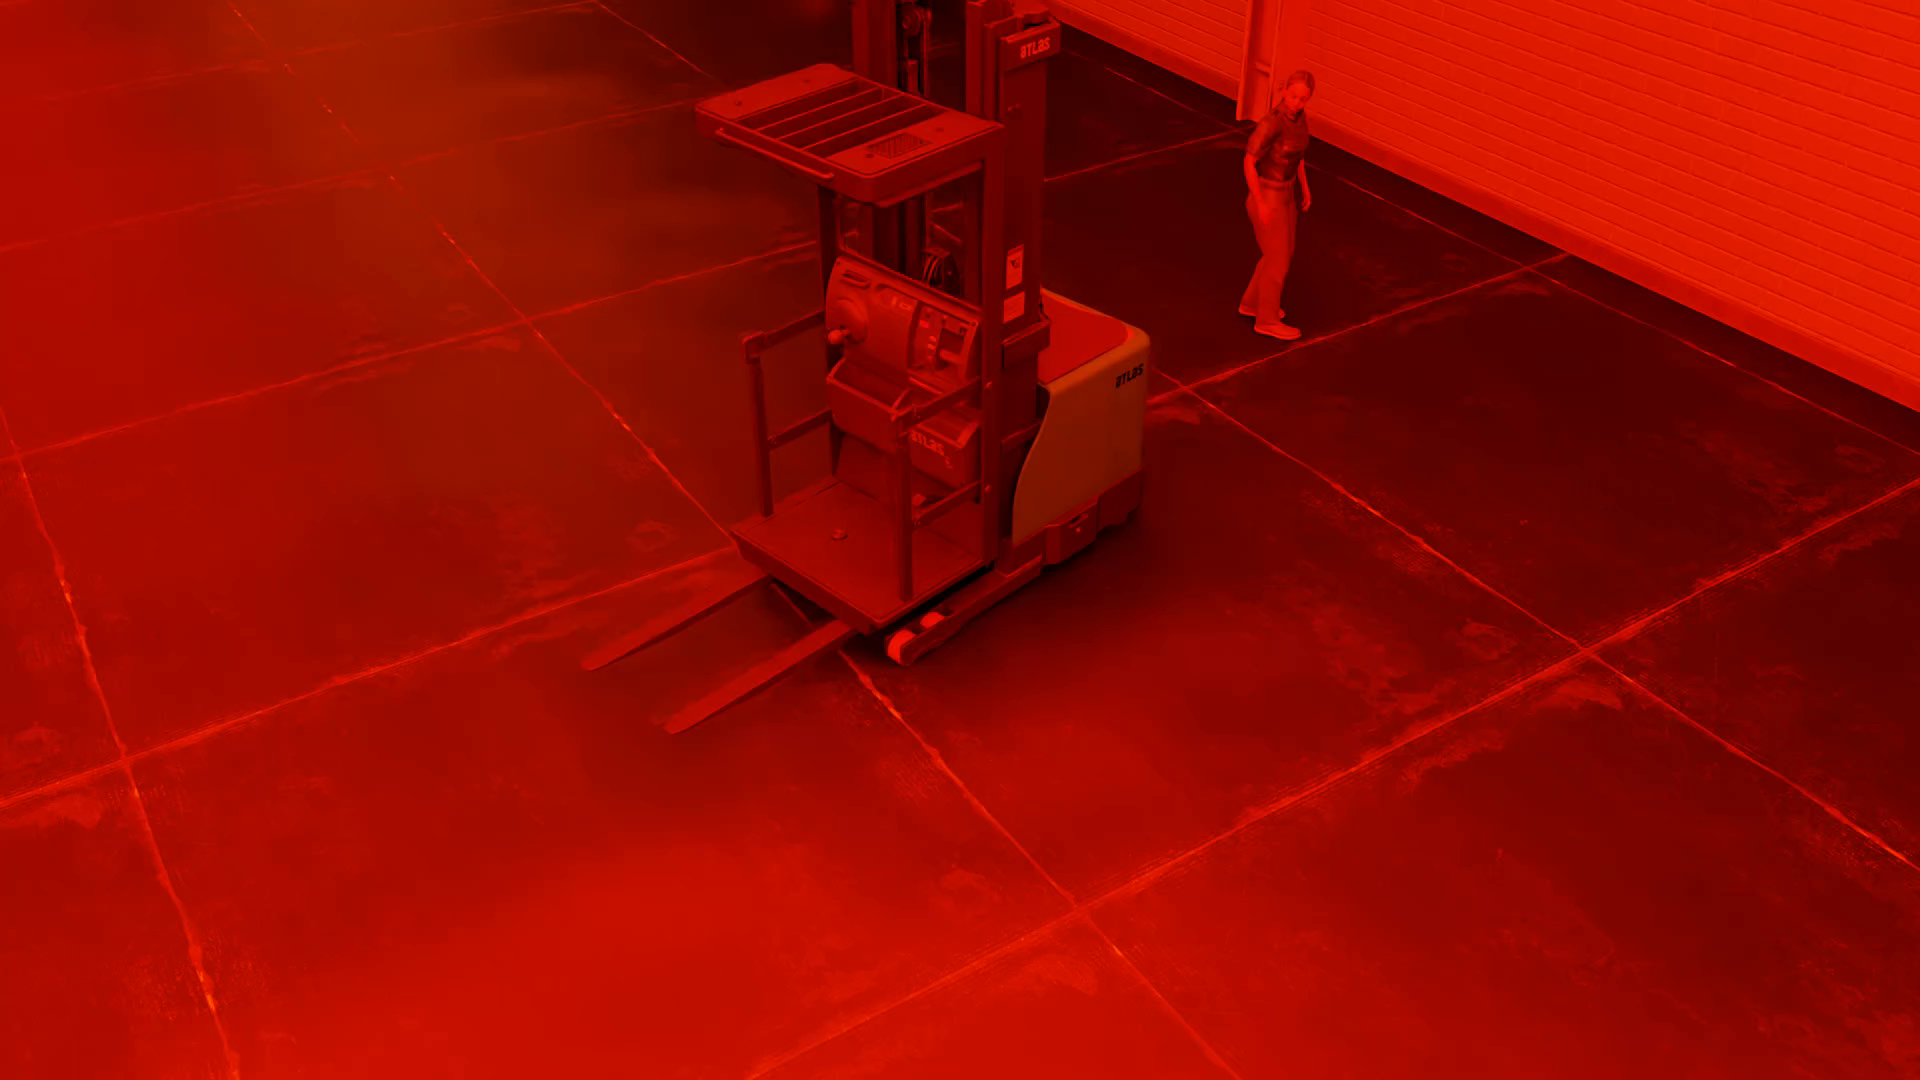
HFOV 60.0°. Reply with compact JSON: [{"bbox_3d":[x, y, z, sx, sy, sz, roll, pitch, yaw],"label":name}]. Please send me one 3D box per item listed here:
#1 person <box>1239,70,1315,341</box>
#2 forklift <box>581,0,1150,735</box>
[{"bbox_3d":[2.006,-2.069,10.221,0.471,1.638,0.664,17,39,23],"label":"person"},{"bbox_3d":[-0.420,-0.942,7.488,1.130,2.935,3.031,29,44,35],"label":"forklift"}]
